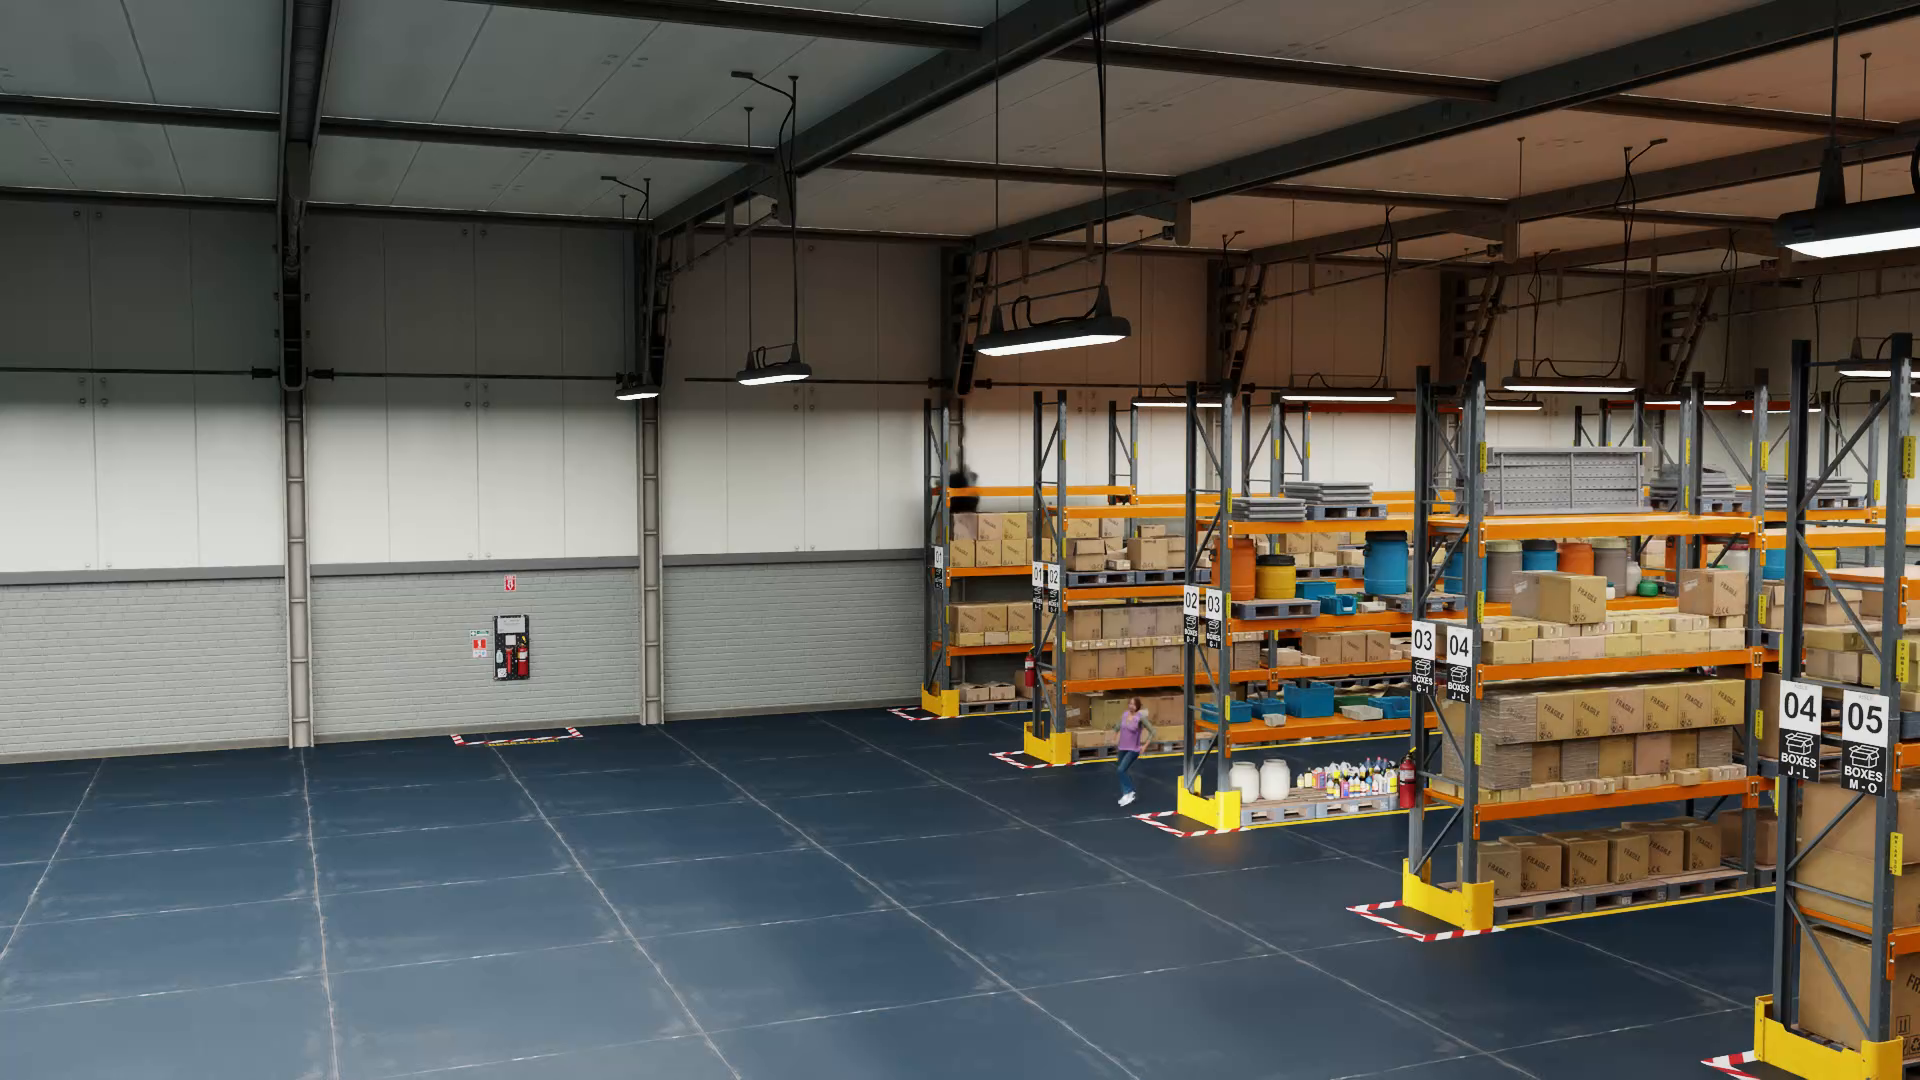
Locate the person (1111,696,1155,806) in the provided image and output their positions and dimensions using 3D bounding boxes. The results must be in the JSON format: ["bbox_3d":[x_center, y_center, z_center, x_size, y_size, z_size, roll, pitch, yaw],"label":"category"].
[{"bbox_3d":[2.413,2.991,23.561,0.615,1.561,0.563,3,5,45],"label":"person"}]

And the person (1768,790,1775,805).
[{"bbox_3d":[11.028,2.950,22.511,0.613,1.772,0.636,-2,4,-26],"label":"person"}]
